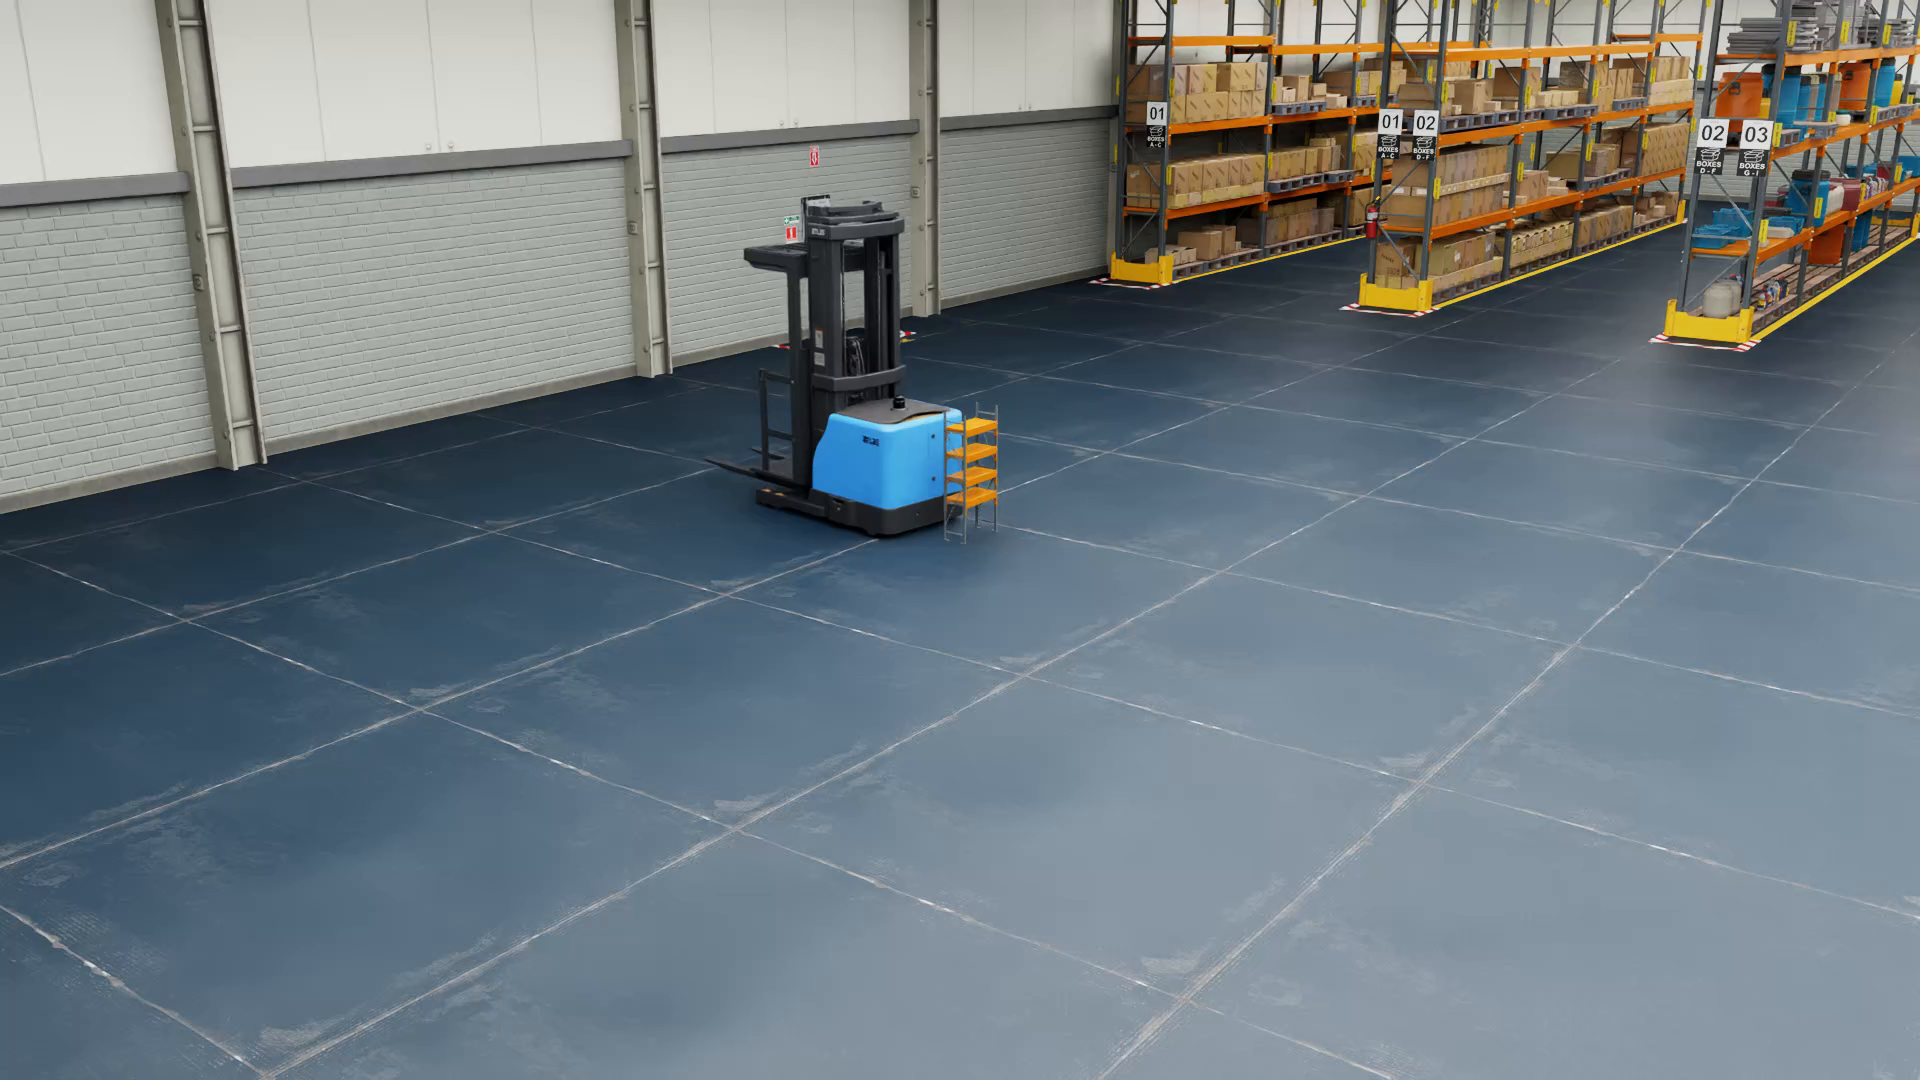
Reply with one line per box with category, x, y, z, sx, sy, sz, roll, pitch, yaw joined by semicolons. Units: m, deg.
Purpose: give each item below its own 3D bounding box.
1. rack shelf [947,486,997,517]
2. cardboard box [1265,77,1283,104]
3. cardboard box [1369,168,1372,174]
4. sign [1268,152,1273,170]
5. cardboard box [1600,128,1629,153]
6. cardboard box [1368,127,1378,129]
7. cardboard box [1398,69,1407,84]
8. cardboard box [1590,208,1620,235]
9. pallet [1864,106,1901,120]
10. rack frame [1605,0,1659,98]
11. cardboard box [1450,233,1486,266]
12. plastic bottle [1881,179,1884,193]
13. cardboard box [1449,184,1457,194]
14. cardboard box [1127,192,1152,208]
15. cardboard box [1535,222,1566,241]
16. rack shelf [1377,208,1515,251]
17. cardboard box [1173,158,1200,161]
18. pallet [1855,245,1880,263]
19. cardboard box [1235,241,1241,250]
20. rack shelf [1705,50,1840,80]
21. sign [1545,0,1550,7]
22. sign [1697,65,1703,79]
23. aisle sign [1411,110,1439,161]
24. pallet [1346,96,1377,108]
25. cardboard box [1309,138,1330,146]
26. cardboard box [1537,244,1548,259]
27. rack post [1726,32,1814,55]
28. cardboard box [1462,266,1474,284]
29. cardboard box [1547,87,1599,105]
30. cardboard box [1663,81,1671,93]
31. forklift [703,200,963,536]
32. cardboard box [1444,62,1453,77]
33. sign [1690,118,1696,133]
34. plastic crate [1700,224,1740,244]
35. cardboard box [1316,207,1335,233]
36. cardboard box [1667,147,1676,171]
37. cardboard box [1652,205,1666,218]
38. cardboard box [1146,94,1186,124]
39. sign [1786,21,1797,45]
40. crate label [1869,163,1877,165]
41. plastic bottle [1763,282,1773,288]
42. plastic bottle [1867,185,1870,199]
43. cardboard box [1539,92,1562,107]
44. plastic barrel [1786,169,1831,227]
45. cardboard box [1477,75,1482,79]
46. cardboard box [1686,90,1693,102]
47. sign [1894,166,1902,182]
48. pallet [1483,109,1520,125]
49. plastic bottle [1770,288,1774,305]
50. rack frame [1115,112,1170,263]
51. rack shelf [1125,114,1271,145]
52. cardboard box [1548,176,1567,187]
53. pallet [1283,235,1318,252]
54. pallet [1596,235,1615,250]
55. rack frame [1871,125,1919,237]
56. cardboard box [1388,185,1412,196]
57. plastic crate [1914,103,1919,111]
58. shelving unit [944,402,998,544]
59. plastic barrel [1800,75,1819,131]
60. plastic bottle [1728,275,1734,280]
rack shelf;0.099;-0.359;15.278;0.258;0.148;0.480;12;21;35
cardboard box;6.071;-8.962;33.117;0.500;0.500;0.500;16;24;42
cardboard box;9.028;-8.297;37.299;0.380;0.149;0.250;13;21;36
sign;6.121;-7.485;32.834;0.100;0.325;0.005;12;21;35
cardboard box;14.521;-8.888;36.957;0.500;0.500;0.500;13;21;35
cardboard box;9.658;-9.439;38.618;0.500;0.250;0.500;13;21;35
cardboard box;9.835;-10.571;38.264;0.700;0.500;0.500;11;20;32
cardboard box;13.764;-6.809;35.590;0.500;0.500;0.500;13;21;35
pallet;17.342;-8.188;31.819;1.003;0.211;1.213;12;21;35
rack frame;14.428;-11.061;35.696;1.000;3.000;0.127;12;21;35
cardboard box;8.958;-5.150;29.441;0.500;0.500;0.500;12;21;35
plastic bottle;18.327;-7.050;33.091;0.061;0.283;0.133;12;21;35
cardboard box;8.142;-5.933;28.036;0.380;0.149;0.250;12;21;34
cardboard box;3.420;-6.296;30.686;0.500;0.250;0.500;13;21;35
cardboard box;11.626;-6.105;32.836;0.500;0.311;0.500;12;21;34
rack shelf;8.470;-5.471;29.022;1.077;0.370;4.000;12;21;35
cardboard box;4.320;-7.020;31.754;0.500;0.500;0.500;13;21;35
pallet;17.910;-5.812;33.609;1.003;0.211;1.213;12;21;35
cardboard box;5.386;-5.889;33.193;0.380;0.166;0.250;9;20;28
rack shelf;12.445;-7.269;25.370;1.077;0.370;4.000;12;21;35
sign;11.603;-10.686;32.779;0.100;0.325;0.005;12;21;35
sign;17.245;-10.901;38.746;0.100;0.325;0.005;12;21;35
aisle sign;7.485;-6.510;26.771;0.394;0.787;0.004;12;21;35
pallet;8.405;-9.623;36.440;1.213;0.211;1.003;14;22;37
cardboard box;7.703;-8.519;35.620;0.380;0.149;0.250;9;19;26
cardboard box;11.016;-5.597;32.143;0.500;0.250;0.500;13;21;36
rack post;11.806;-7.246;24.252;0.937;0.300;0.954;15;23;40
cardboard box;8.671;-4.671;29.161;0.500;0.250;0.500;12;21;35
cardboard box;12.277;-8.834;33.411;0.910;0.500;0.500;12;21;35
cardboard box;15.521;-10.104;37.081;0.500;0.250;0.500;12;21;35
forklift;-1.359;-1.792;16.079;3.031;2.935;1.130;16;24;42
cardboard box;11.399;-11.282;39.575;0.500;0.500;0.500;12;21;34
sign;17.245;-9.750;39.103;0.100;0.325;0.005;12;21;35
plastic crate;11.703;-4.717;25.631;0.499;0.251;0.408;12;21;35
cardboard box;7.677;-6.954;36.057;0.700;0.500;0.500;13;21;35
cardboard box;16.155;-8.800;38.360;0.500;0.500;0.500;13;21;35
cardboard box;16.095;-7.652;38.727;0.500;0.250;0.500;12;21;35
cardboard box;3.697;-7.738;29.849;0.500;0.500;0.500;13;22;36
sign;11.693;-7.129;23.385;0.100;0.325;0.005;12;21;35
crate label;20.376;-8.221;36.846;0.416;0.233;0.303;12;21;35
plastic bottle;13.236;-4.094;27.227;0.152;0.276;0.135;12;21;35
plastic bottle;17.364;-6.684;31.926;0.152;0.276;0.135;12;21;35
cardboard box;11.172;-8.425;31.808;0.500;0.250;0.500;12;21;34
plastic barrel;14.111;-5.692;27.678;0.600;0.901;0.708;12;21;35
cardboard box;12.607;-11.411;41.257;0.500;0.250;0.500;13;22;36
cardboard box;16.717;-10.341;38.687;0.500;0.250;0.500;12;21;35
sign;18.844;-7.354;33.408;0.100;0.325;0.005;12;21;35
pallet;9.174;-7.473;29.349;1.003;0.211;1.213;12;21;35
plastic bottle;12.969;-3.899;26.608;0.097;0.271;0.097;0;17;0
rack frame;3.297;-6.212;30.197;1.000;3.000;0.127;12;21;35
rack shelf;4.489;-7.778;31.393;1.077;0.370;4.000;12;21;35
cardboard box;11.793;-7.122;33.276;0.500;0.311;0.500;14;22;38
pallet;6.870;-6.311;35.217;1.003;0.211;1.213;12;21;35
pallet;13.247;-6.372;35.414;1.003;0.211;1.213;12;21;35
rack frame;20.787;-8.273;36.832;1.000;3.000;0.127;12;21;35
cardboard box;7.352;-5.820;27.672;0.380;0.149;0.250;12;21;34
plastic crate;19.755;-9.043;34.700;0.437;0.136;0.530;12;21;35
shelving unit;0.099;-0.612;15.199;0.258;1.200;0.503;12;21;35
plastic barrel;14.155;-7.402;28.124;0.600;0.901;0.600;0;17;0
plastic bottle;12.710;-4.196;27.428;0.144;0.351;0.185;11;21;32
